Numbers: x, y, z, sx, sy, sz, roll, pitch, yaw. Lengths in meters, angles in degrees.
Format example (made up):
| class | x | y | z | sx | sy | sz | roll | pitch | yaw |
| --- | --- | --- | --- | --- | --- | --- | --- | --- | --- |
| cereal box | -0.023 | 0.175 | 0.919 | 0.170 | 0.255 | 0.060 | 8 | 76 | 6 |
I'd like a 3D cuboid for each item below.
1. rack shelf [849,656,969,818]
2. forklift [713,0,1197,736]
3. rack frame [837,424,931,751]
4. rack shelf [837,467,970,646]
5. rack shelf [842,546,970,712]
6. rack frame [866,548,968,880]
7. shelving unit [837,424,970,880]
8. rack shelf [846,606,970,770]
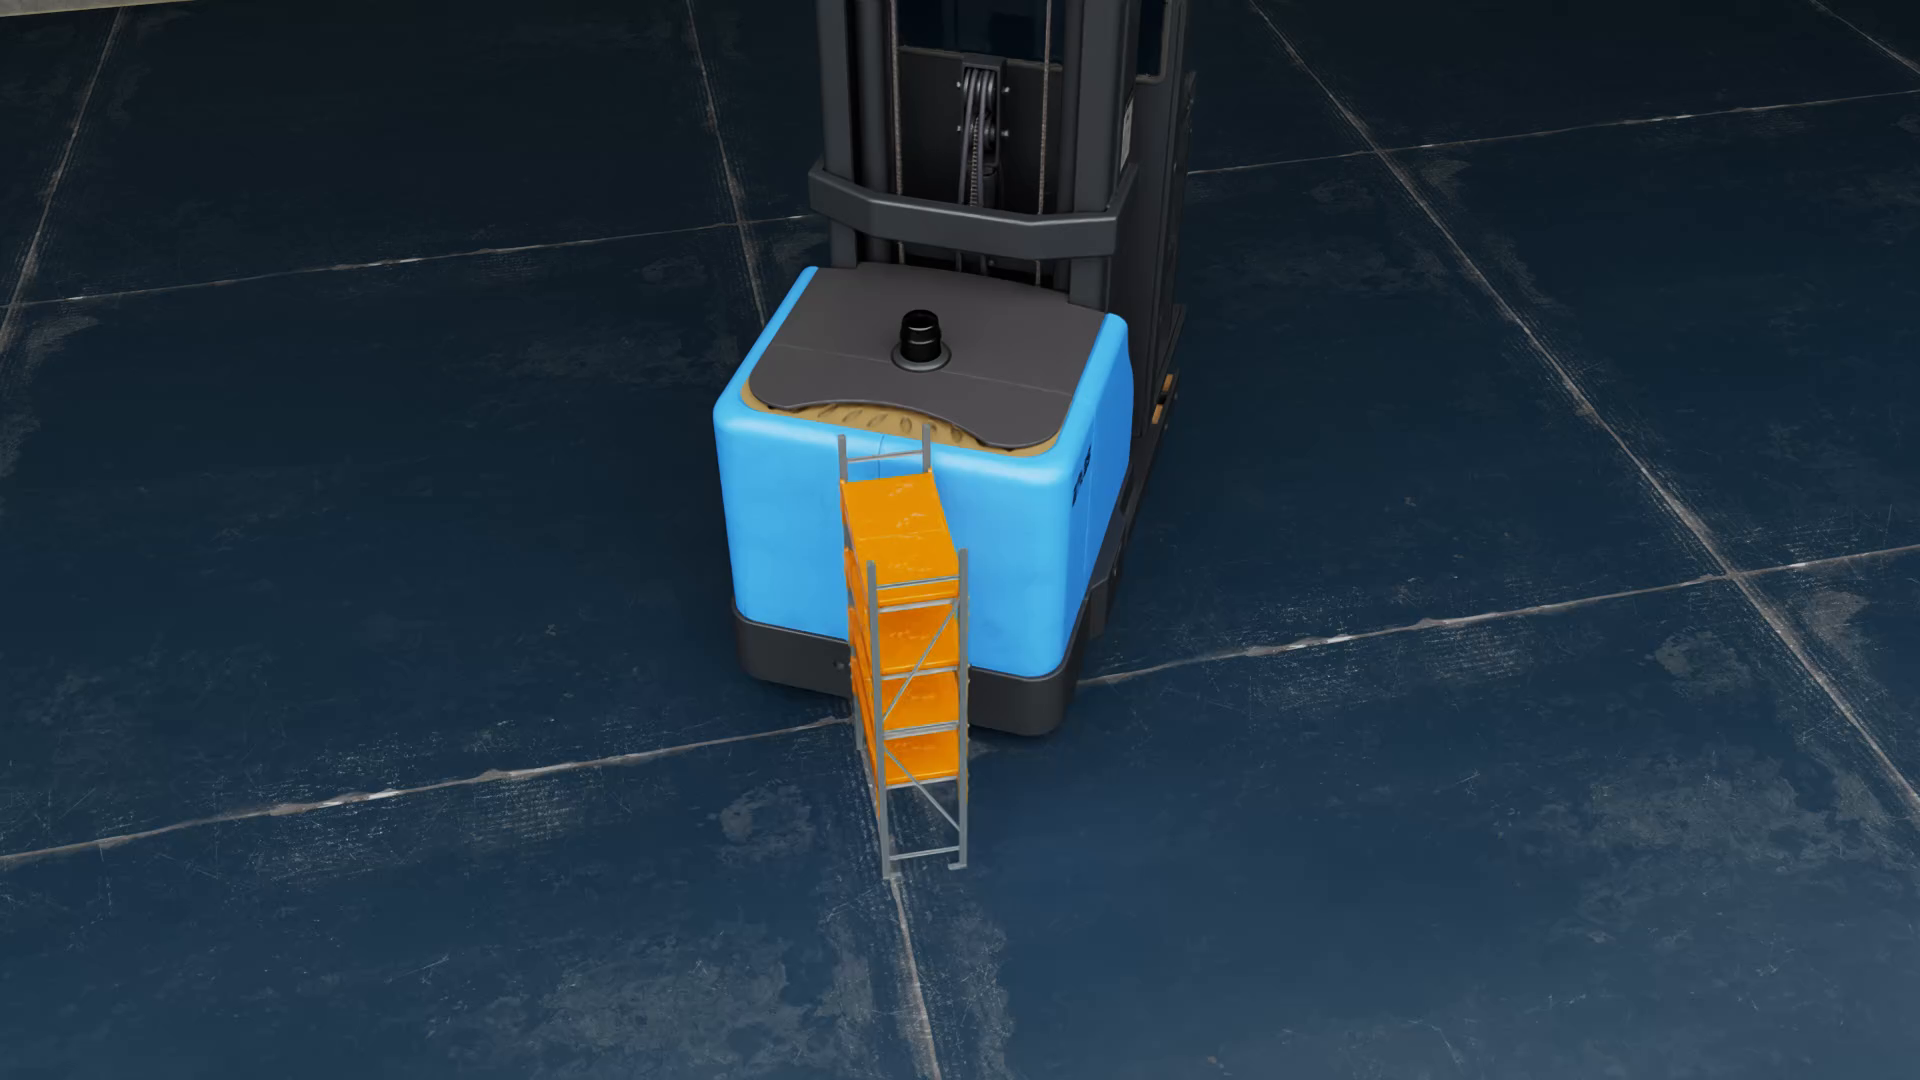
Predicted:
| class | x | y | z | sx | sy | sz | roll | pitch | yaw |
| --- | --- | --- | --- | --- | --- | --- | --- | --- | --- |
| rack shelf | -0.147 | 0.527 | 4.653 | 0.258 | 0.148 | 0.480 | -7 | 42 | -8 |
| forklift | 0.199 | -1.500 | 5.232 | 1.130 | 2.935 | 3.031 | 11 | 43 | 12 |
| rack frame | -0.195 | 0.169 | 4.656 | 0.240 | 1.200 | 0.015 | -7 | 42 | -8 |
| rack shelf | -0.147 | 0.034 | 4.216 | 0.258 | 0.148 | 0.480 | -7 | 42 | -8 |
| rack shelf | -0.147 | 0.211 | 4.373 | 0.258 | 0.148 | 0.480 | -7 | 42 | -8 |
| rack frame | -0.100 | 0.487 | 4.298 | 0.240 | 1.200 | 0.015 | -7 | 42 | -8 |
| shelving unit | -0.147 | 0.328 | 4.477 | 0.258 | 1.200 | 0.503 | -7 | 42 | -8 |
| rack shelf | -0.147 | 0.378 | 4.521 | 0.258 | 0.148 | 0.480 | -7 | 42 | -8 |
